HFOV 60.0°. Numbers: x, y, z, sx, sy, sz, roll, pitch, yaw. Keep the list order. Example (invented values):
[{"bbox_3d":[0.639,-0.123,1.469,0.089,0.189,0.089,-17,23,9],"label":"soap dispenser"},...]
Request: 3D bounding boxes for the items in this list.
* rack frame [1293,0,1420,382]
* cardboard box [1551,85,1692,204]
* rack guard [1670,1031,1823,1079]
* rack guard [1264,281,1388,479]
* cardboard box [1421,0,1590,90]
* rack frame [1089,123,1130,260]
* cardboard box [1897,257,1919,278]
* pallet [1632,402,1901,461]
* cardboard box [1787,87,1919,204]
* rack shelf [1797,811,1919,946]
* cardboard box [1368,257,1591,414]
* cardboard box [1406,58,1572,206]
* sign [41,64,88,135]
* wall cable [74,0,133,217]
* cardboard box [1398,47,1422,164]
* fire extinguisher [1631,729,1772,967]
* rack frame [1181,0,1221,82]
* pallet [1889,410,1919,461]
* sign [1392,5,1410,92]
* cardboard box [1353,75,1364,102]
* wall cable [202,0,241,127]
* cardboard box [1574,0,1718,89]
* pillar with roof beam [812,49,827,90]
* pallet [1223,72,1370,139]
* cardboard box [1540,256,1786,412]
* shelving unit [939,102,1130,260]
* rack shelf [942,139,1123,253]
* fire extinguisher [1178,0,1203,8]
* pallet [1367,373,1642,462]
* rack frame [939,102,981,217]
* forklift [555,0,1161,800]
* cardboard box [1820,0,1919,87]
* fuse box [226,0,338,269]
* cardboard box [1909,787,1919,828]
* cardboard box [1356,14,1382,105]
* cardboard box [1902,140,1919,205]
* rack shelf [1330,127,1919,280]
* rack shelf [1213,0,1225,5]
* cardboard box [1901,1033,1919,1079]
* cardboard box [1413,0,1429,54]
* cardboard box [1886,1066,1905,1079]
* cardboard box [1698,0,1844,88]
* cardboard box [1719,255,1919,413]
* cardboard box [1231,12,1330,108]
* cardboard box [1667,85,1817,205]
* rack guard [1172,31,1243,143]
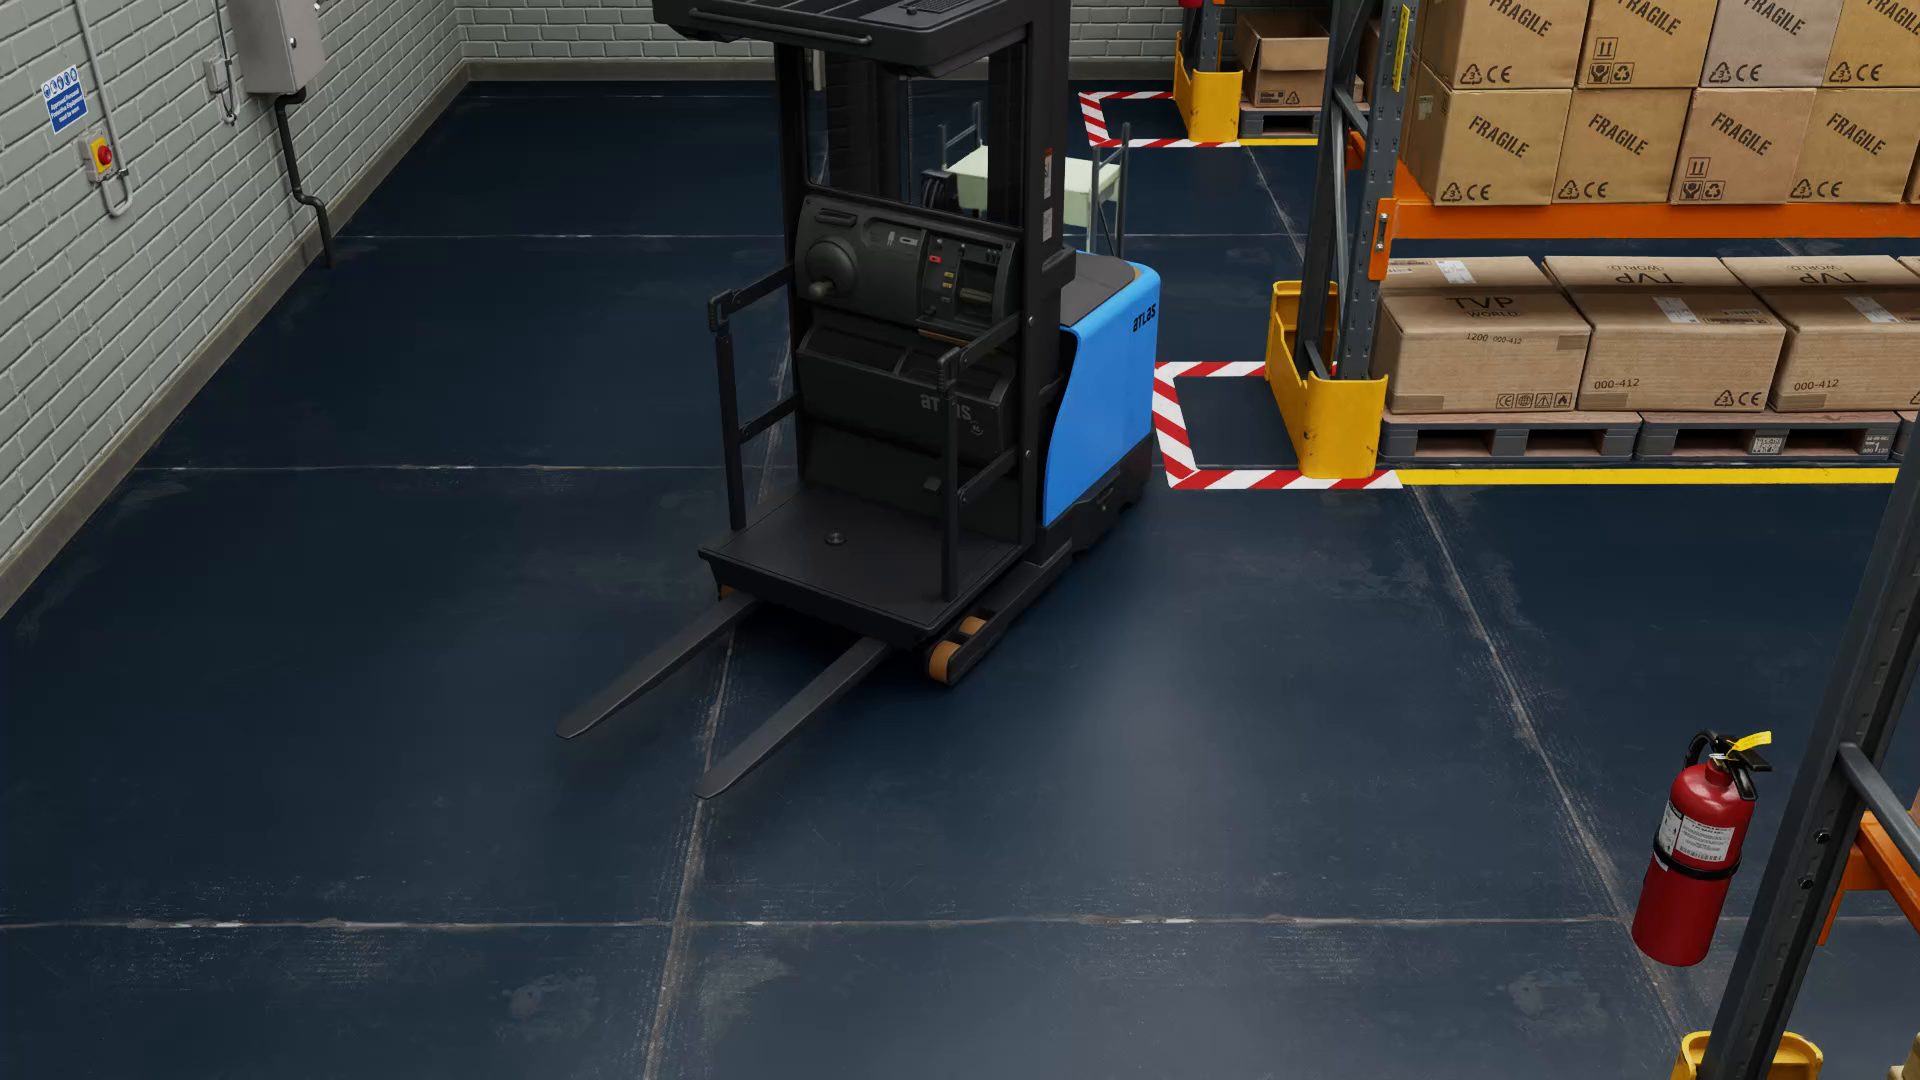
[{"bbox_3d":[1.782,-1.869,7.438,0.127,3.000,1.000,0,31,0],"label":"rack frame"},{"bbox_3d":[2.770,-1.780,7.196,0.500,0.500,0.500,-1,31,-1],"label":"cardboard box"},{"bbox_3d":[1.989,1.767,3.856,0.348,0.500,1.175,0,31,0],"label":"rack guard"},{"bbox_3d":[1.758,-0.800,8.087,0.348,0.500,1.175,0,31,0],"label":"rack guard"},{"bbox_3d":[2.264,-2.193,6.912,0.500,0.500,0.500,-1,31,-1],"label":"cardboard box"},{"bbox_3d":[0.664,-1.130,7.666,0.023,1.500,0.400,14,34,21],"label":"rack frame"},{"bbox_3d":[5.154,-1.019,8.103,0.875,0.438,0.875,-1,31,-1],"label":"cardboard box"},{"bbox_3d":[3.798,-0.722,8.236,1.213,0.211,1.003,0,31,0],"label":"pallet"},{"bbox_3d":[3.779,-1.783,7.200,0.500,0.500,0.500,1,31,1],"label":"cardboard box"},{"bbox_3d":[3.913,1.000,3.404,4.000,0.370,1.077,0,31,0],"label":"rack shelf"},{"bbox_3d":[2.442,-1.007,8.083,0.875,0.438,0.875,-1,31,-2],"label":"cardboard box"},{"bbox_3d":[2.264,-1.764,7.169,0.500,0.500,0.500,0,31,-1],"label":"cardboard box"},{"bbox_3d":[-3.917,-1.929,7.278,0.001,0.218,0.327,0,31,0],"label":"sign"},{"bbox_3d":[-3.856,-2.287,7.118,0.123,1.953,0.585,0,31,0],"label":"wall cable"},{"bbox_3d":[2.263,-2.050,7.641,0.500,0.500,0.500,0,31,0],"label":"cardboard box"},{"bbox_3d":[1.659,0.652,3.717,0.183,0.674,0.296,0,31,0],"label":"fire extinguisher"},{"bbox_3d":[1.749,-4.443,11.682,0.127,3.000,1.000,0,31,0],"label":"rack frame"},{"bbox_3d":[5.022,-0.727,8.245,1.213,0.211,1.003,0,31,0],"label":"pallet"},{"bbox_3d":[1.780,-1.985,6.719,0.005,0.325,0.100,0,31,0],"label":"sign"},{"bbox_3d":[2.786,-3.338,12.204,0.250,0.149,0.380,-1,31,-2],"label":"cardboard box"},{"bbox_3d":[-3.876,-3.009,8.338,0.122,1.984,0.588,0,31,0],"label":"wall cable"},{"bbox_3d":[2.781,-2.198,6.921,0.500,0.500,0.500,-1,31,-2],"label":"cardboard box"},{"bbox_3d":[-0.927,-5.234,7.202,0.400,9.000,9.100,0,31,0],"label":"pillar with roof beam"},{"bbox_3d":[2.622,-3.254,12.411,1.213,0.211,1.003,0,31,0],"label":"pallet"},{"bbox_3d":[3.357,-1.014,8.095,0.875,0.438,0.875,1,31,1],"label":"cardboard box"},{"bbox_3d":[0.333,-1.211,7.800,0.755,1.500,0.431,14,34,21],"label":"shelving unit"},{"bbox_3d":[0.333,-1.545,7.598,0.720,0.370,0.431,14,34,21],"label":"rack shelf"},{"bbox_3d":[1.605,-4.011,11.403,0.183,0.674,0.296,0,31,0],"label":"fire extinguisher"},{"bbox_3d":[2.582,-0.720,8.233,1.213,0.211,1.003,0,31,0],"label":"pallet"},{"bbox_3d":[0.003,-1.292,7.934,0.023,1.500,0.400,14,34,21],"label":"rack frame"},{"bbox_3d":[-0.324,-0.977,6.035,1.130,2.935,3.031,18,35,26],"label":"forklift"},{"bbox_3d":[3.794,-2.206,6.933,0.500,0.500,0.500,0,31,0],"label":"cardboard box"},{"bbox_3d":[-3.723,-2.378,9.520,0.414,1.711,0.539,0,31,0],"label":"fuse box"},{"bbox_3d":[2.238,0.658,3.515,0.250,0.149,0.380,0,31,0],"label":"cardboard box"},{"bbox_3d":[3.216,-3.490,12.115,0.500,0.500,0.700,1,31,2],"label":"cardboard box"},{"bbox_3d":[4.303,-1.776,7.190,0.500,0.500,0.500,-1,31,-1],"label":"cardboard box"},{"bbox_3d":[3.782,-1.567,7.635,4.000,0.370,1.077,0,31,0],"label":"rack shelf"},{"bbox_3d":[3.749,-4.142,11.879,4.000,0.370,1.077,0,31,0],"label":"rack shelf"},{"bbox_3d":[2.441,1.350,3.903,0.250,0.149,0.380,0,31,0],"label":"cardboard box"},{"bbox_3d":[2.263,-2.464,7.359,0.500,0.500,0.500,1,31,1],"label":"cardboard box"},{"bbox_3d":[2.439,1.461,4.007,0.250,0.149,0.380,-1,31,-2],"label":"cardboard box"},{"bbox_3d":[3.296,-2.204,6.930,0.500,0.500,0.500,0,31,-1],"label":"cardboard box"},{"bbox_3d":[4.259,-1.016,8.098,0.875,0.438,0.875,-1,31,-2],"label":"cardboard box"},{"bbox_3d":[2.361,-3.508,12.143,0.637,0.503,0.797,-1,31,-2],"label":"cardboard box"},{"bbox_3d":[3.279,-1.772,7.183,0.500,0.500,0.500,0,31,-1],"label":"cardboard box"},{"bbox_3d":[1.825,-3.375,12.331,0.348,0.500,1.175,0,31,0],"label":"rack guard"}]
